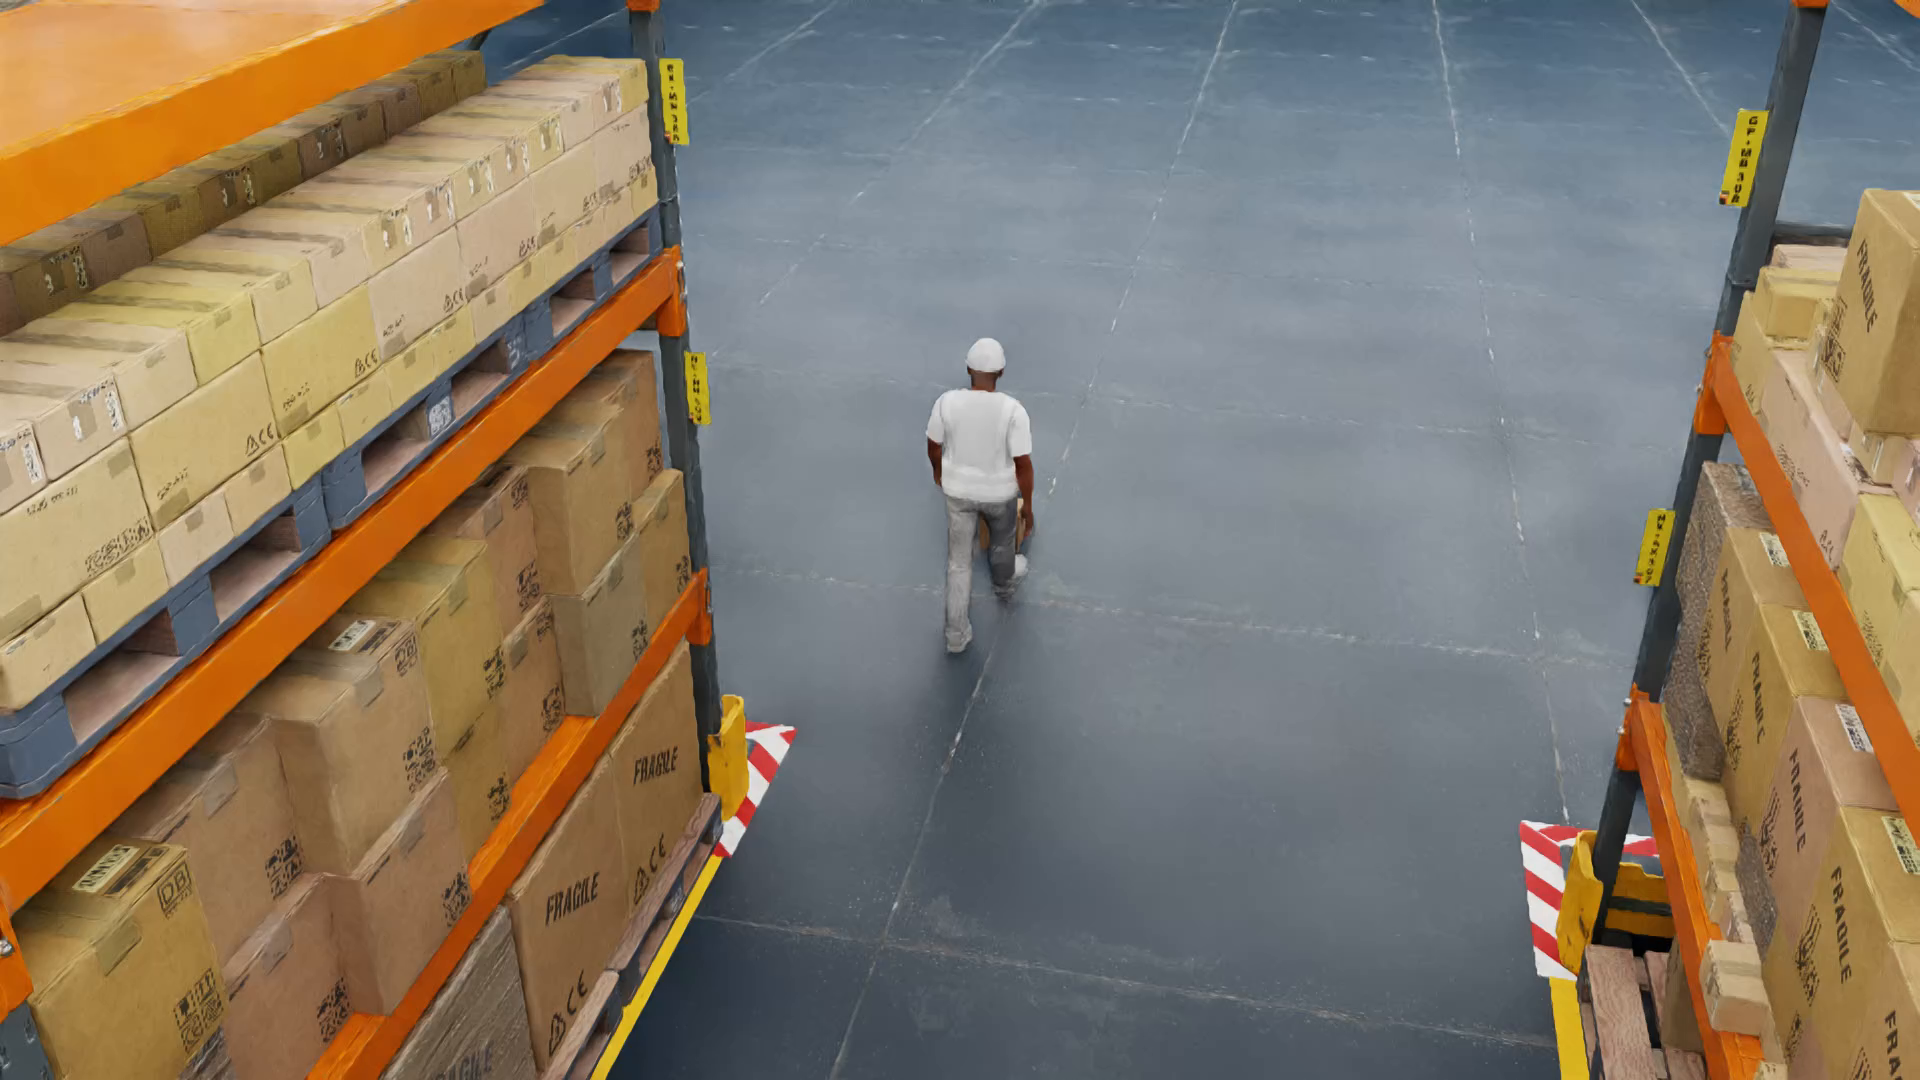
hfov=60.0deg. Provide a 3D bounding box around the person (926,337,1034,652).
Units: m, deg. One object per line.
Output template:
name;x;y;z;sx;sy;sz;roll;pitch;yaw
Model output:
person;0.125;-0.315;9.175;0.626;1.730;0.999;5;29;9
